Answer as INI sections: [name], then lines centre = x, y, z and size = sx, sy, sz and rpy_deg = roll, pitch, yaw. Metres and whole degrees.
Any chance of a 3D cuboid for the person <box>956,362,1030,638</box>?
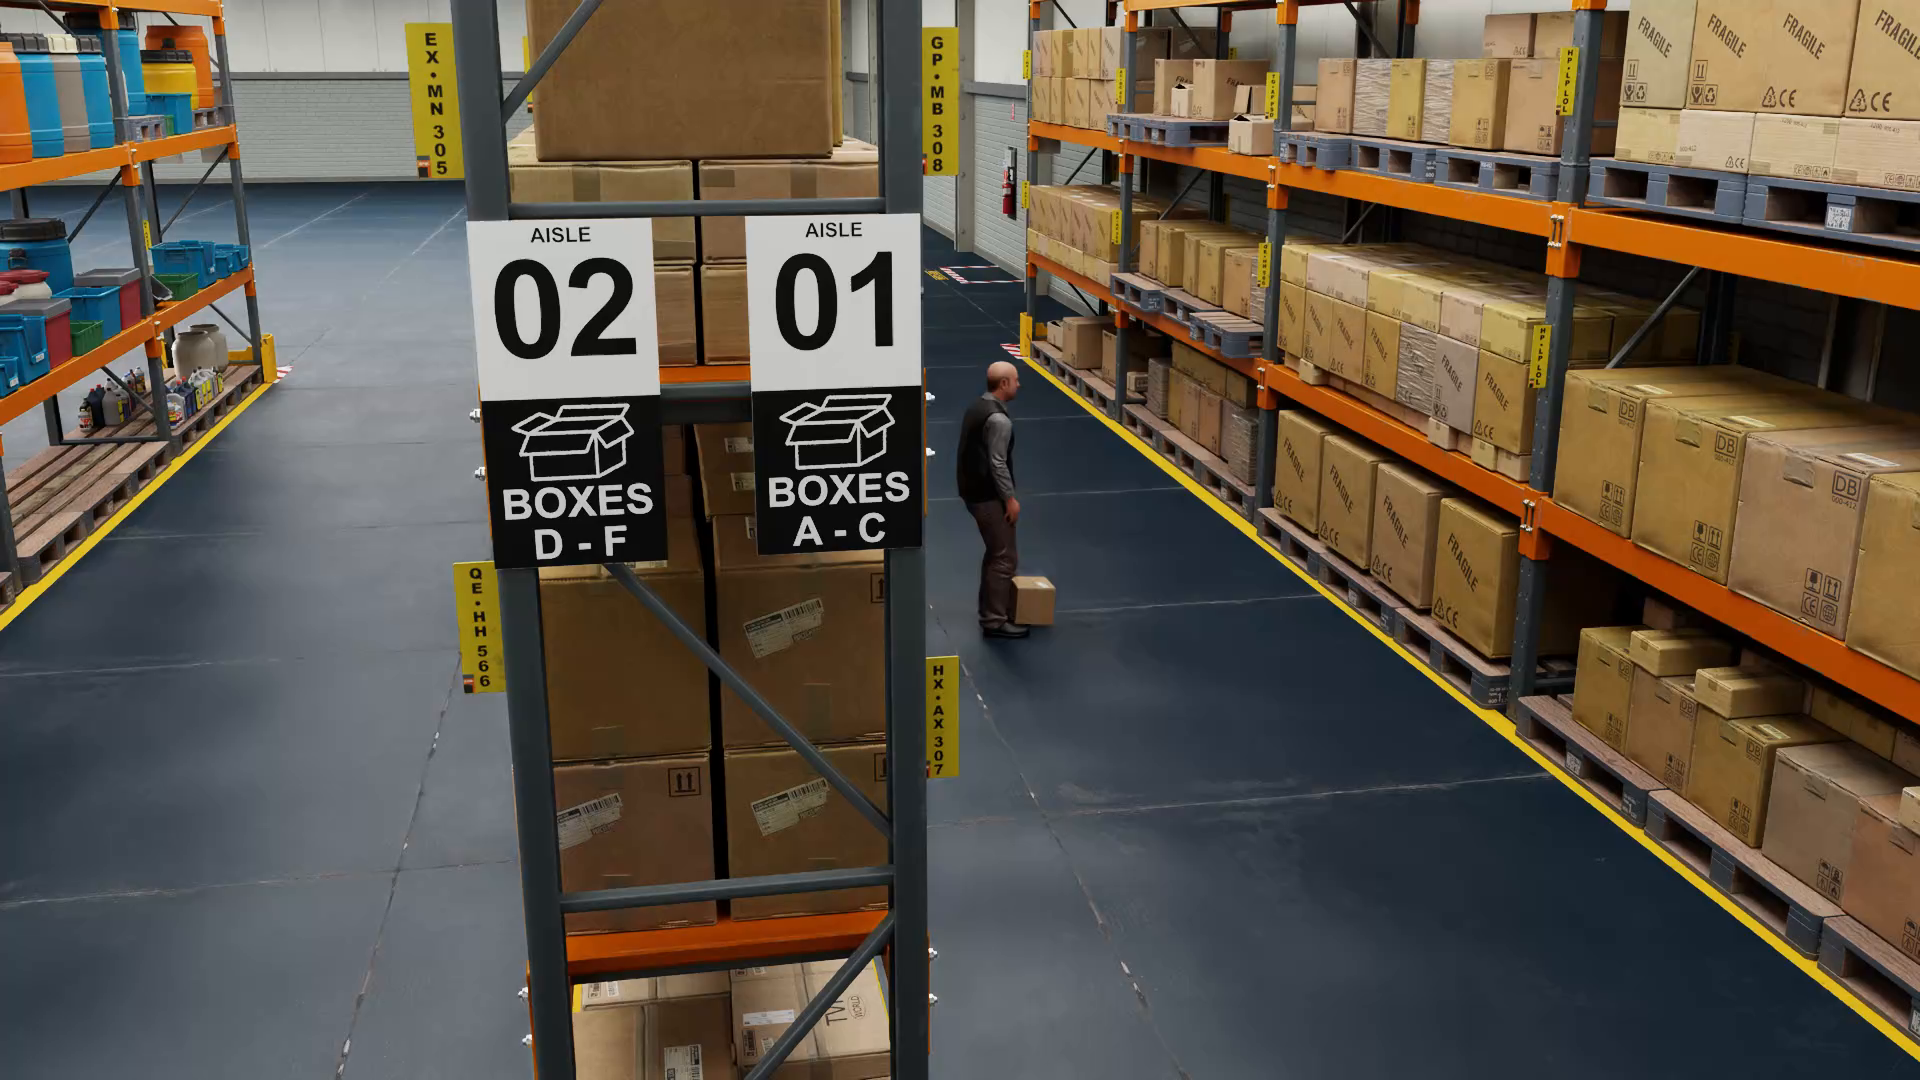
[person]
centre = 0.219, -0.270, 10.504
size = 0.473, 1.722, 0.569
rpy_deg = -4, 17, -12
